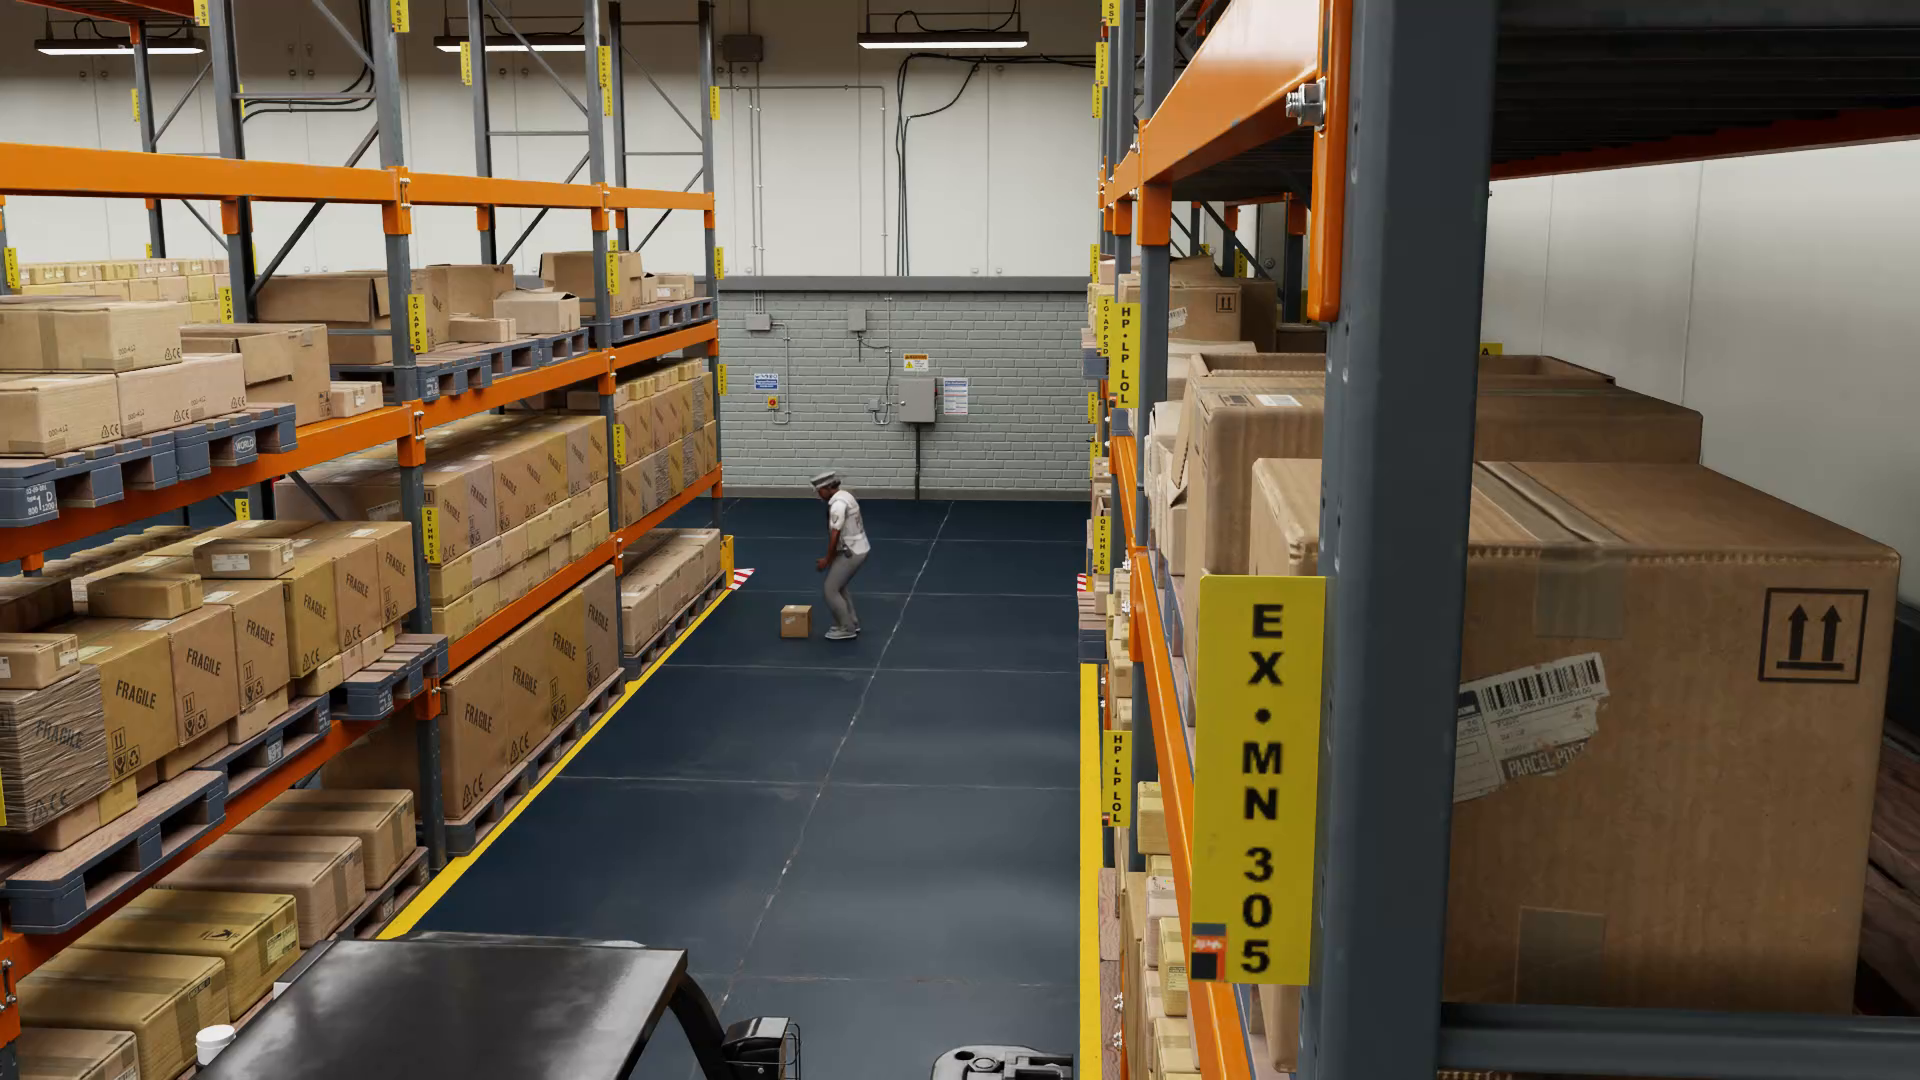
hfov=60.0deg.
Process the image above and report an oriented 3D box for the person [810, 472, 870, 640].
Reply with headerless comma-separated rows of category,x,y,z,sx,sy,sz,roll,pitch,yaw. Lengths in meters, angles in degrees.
person,-1.117,0.143,15.482,0.541,1.563,0.476,1,11,5
